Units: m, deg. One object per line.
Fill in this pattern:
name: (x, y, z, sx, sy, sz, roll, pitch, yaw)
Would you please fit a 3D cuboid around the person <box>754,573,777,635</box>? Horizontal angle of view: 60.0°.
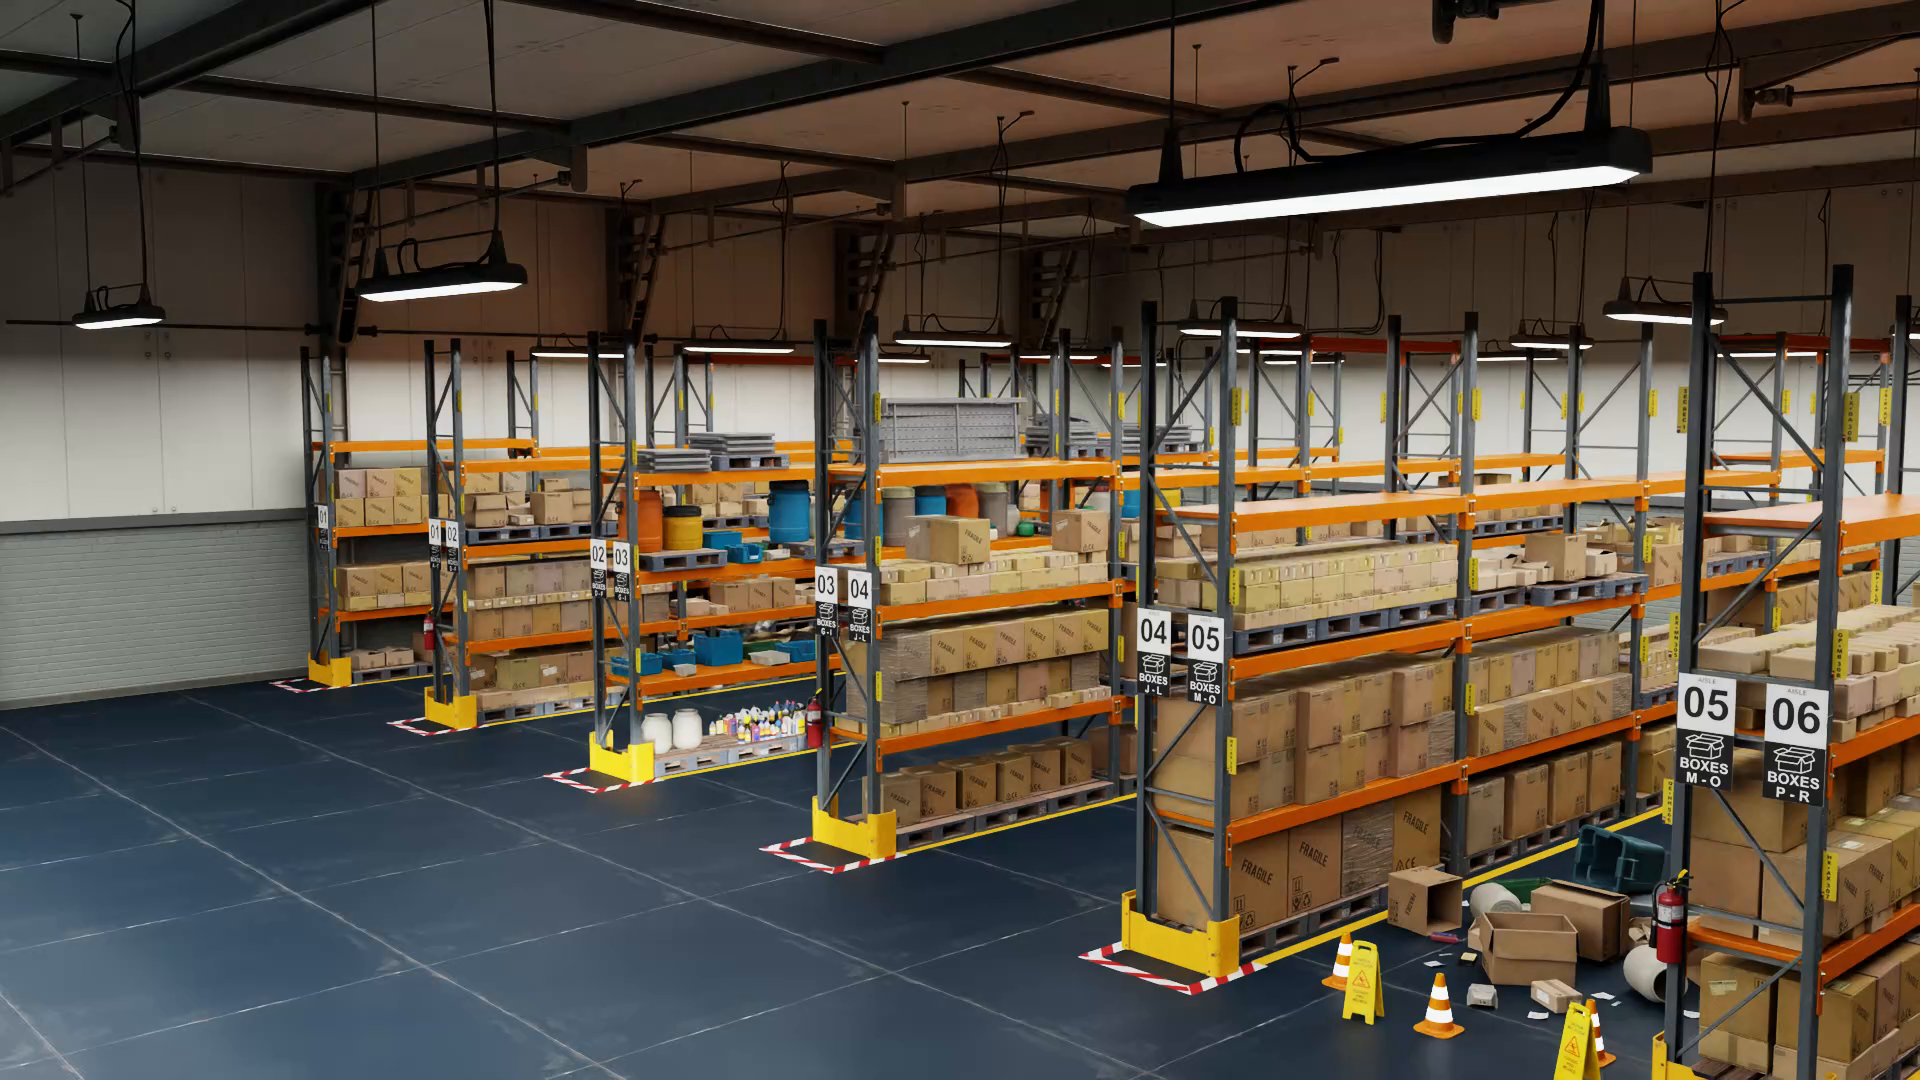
person: (-4.049, 1.241, 34.312, 0.463, 1.764, 0.548, -2, 5, -23)
